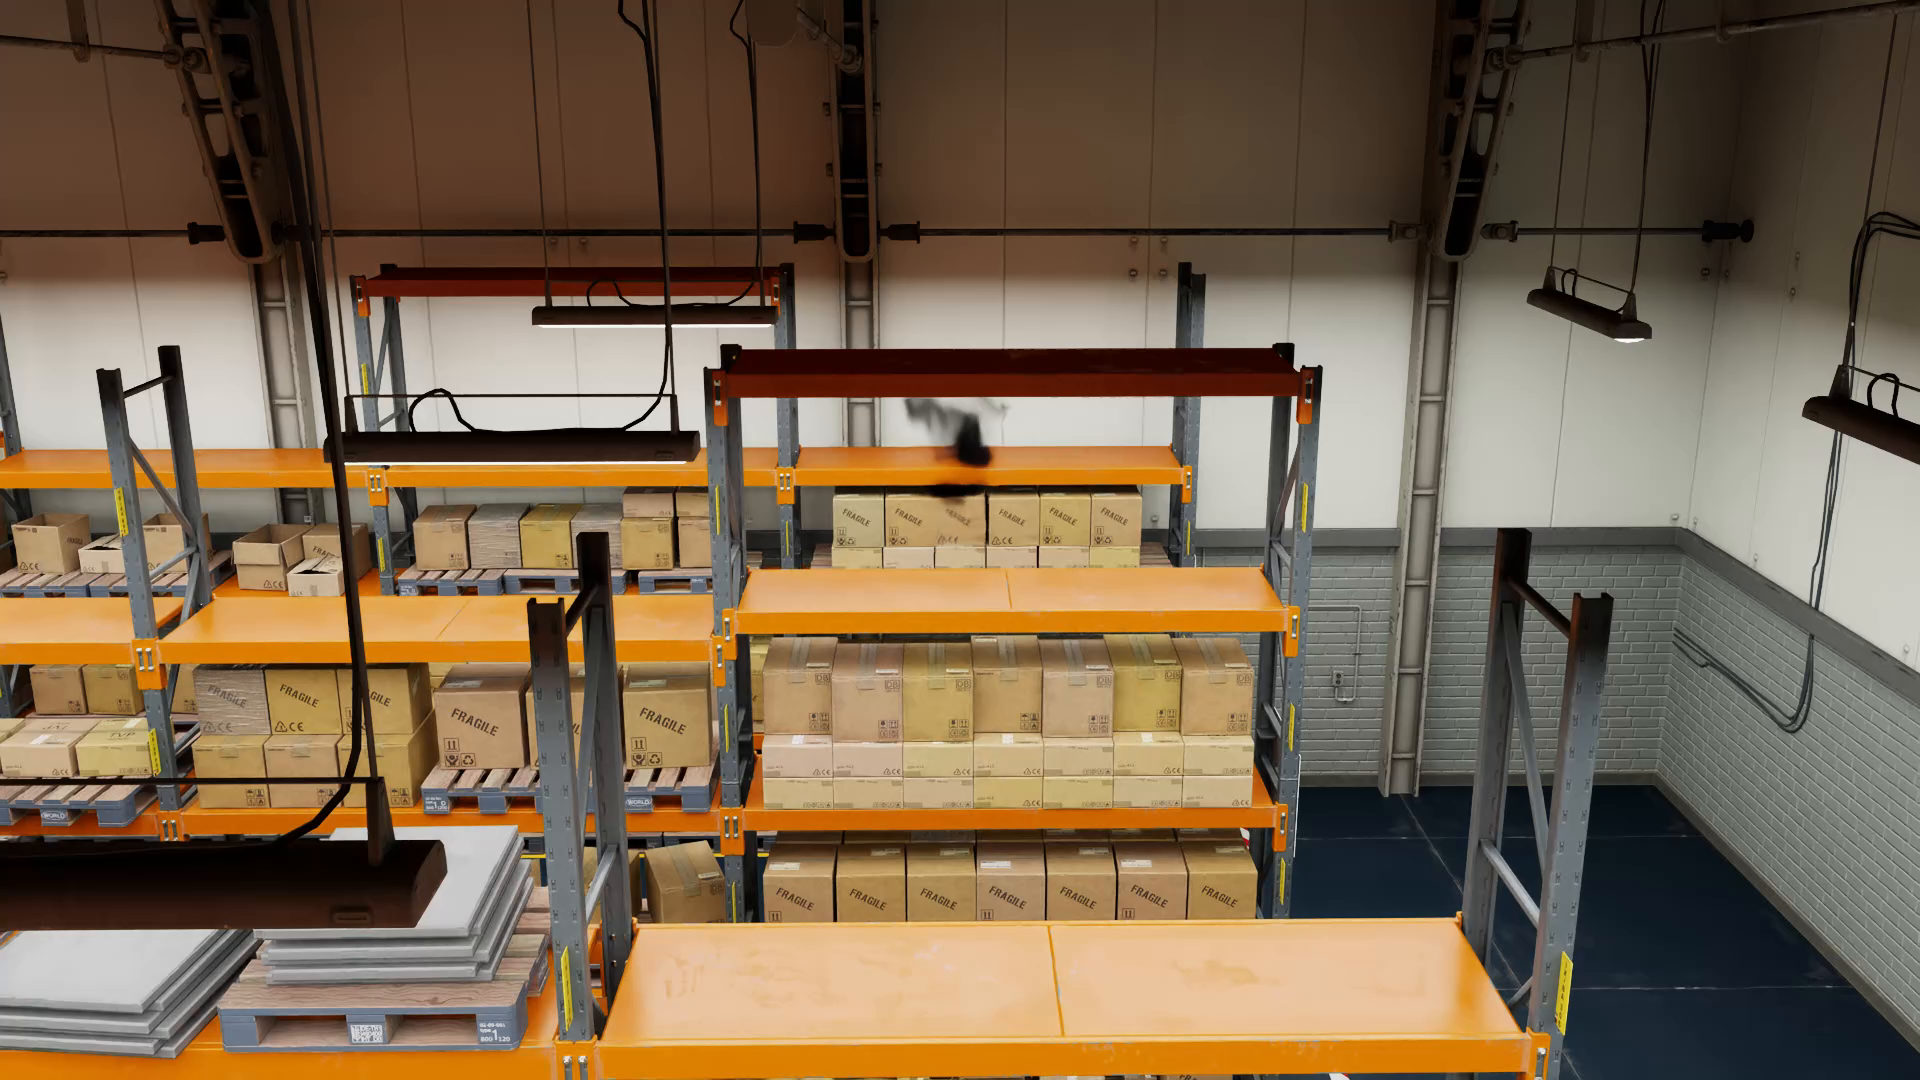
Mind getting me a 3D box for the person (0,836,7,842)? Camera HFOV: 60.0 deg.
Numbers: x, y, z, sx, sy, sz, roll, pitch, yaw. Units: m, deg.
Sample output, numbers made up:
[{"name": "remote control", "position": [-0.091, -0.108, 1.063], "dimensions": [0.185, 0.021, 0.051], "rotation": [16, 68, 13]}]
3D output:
[{"name": "person", "position": [-8.256, 3.237, 14.360], "dimensions": [0.885, 1.721, 0.562], "rotation": [-1, 16, -5]}]
